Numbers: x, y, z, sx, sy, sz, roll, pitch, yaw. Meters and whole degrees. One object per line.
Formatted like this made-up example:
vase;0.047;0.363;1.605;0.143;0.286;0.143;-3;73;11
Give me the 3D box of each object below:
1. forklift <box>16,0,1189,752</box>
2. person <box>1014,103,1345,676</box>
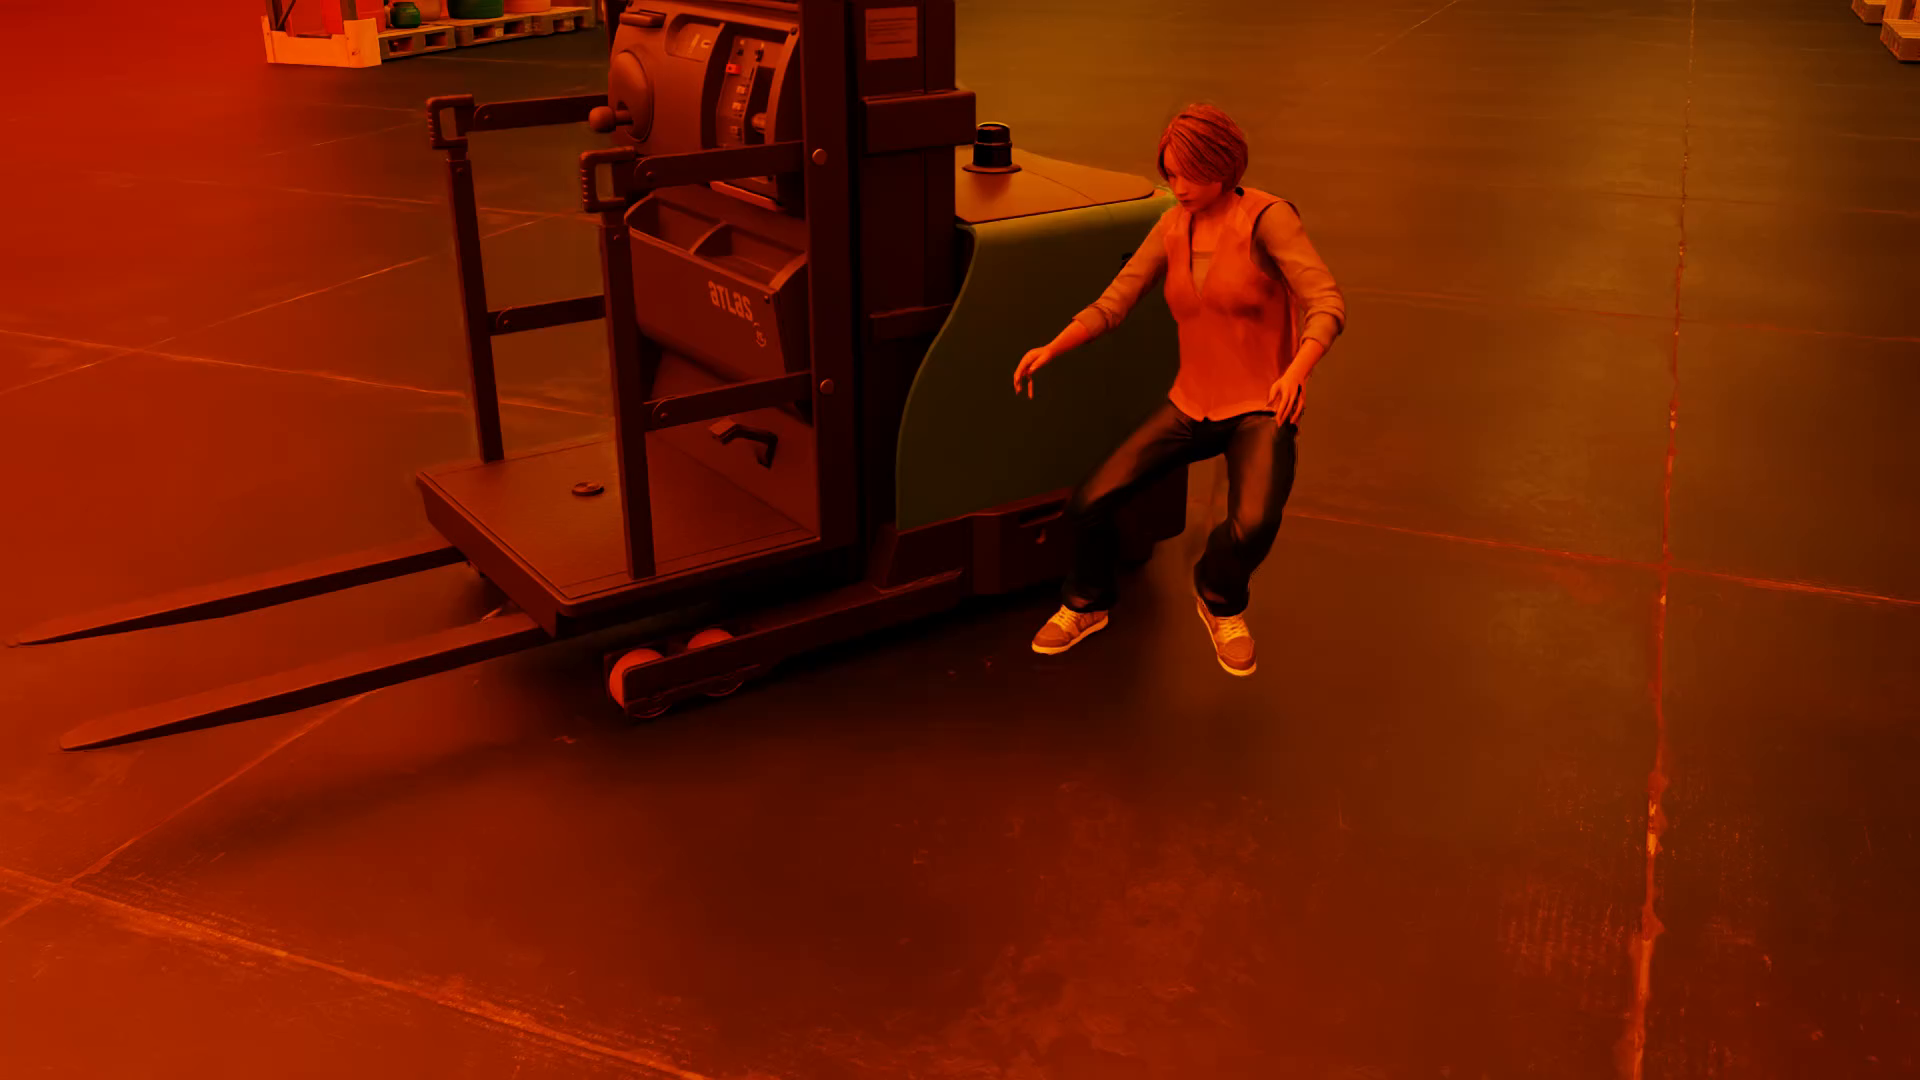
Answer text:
forklift;-0.823;-1.149;4.042;3.031;2.935;1.130;-15;27;-32
person;0.519;-0.289;3.982;0.762;1.413;0.681;18;29;37
